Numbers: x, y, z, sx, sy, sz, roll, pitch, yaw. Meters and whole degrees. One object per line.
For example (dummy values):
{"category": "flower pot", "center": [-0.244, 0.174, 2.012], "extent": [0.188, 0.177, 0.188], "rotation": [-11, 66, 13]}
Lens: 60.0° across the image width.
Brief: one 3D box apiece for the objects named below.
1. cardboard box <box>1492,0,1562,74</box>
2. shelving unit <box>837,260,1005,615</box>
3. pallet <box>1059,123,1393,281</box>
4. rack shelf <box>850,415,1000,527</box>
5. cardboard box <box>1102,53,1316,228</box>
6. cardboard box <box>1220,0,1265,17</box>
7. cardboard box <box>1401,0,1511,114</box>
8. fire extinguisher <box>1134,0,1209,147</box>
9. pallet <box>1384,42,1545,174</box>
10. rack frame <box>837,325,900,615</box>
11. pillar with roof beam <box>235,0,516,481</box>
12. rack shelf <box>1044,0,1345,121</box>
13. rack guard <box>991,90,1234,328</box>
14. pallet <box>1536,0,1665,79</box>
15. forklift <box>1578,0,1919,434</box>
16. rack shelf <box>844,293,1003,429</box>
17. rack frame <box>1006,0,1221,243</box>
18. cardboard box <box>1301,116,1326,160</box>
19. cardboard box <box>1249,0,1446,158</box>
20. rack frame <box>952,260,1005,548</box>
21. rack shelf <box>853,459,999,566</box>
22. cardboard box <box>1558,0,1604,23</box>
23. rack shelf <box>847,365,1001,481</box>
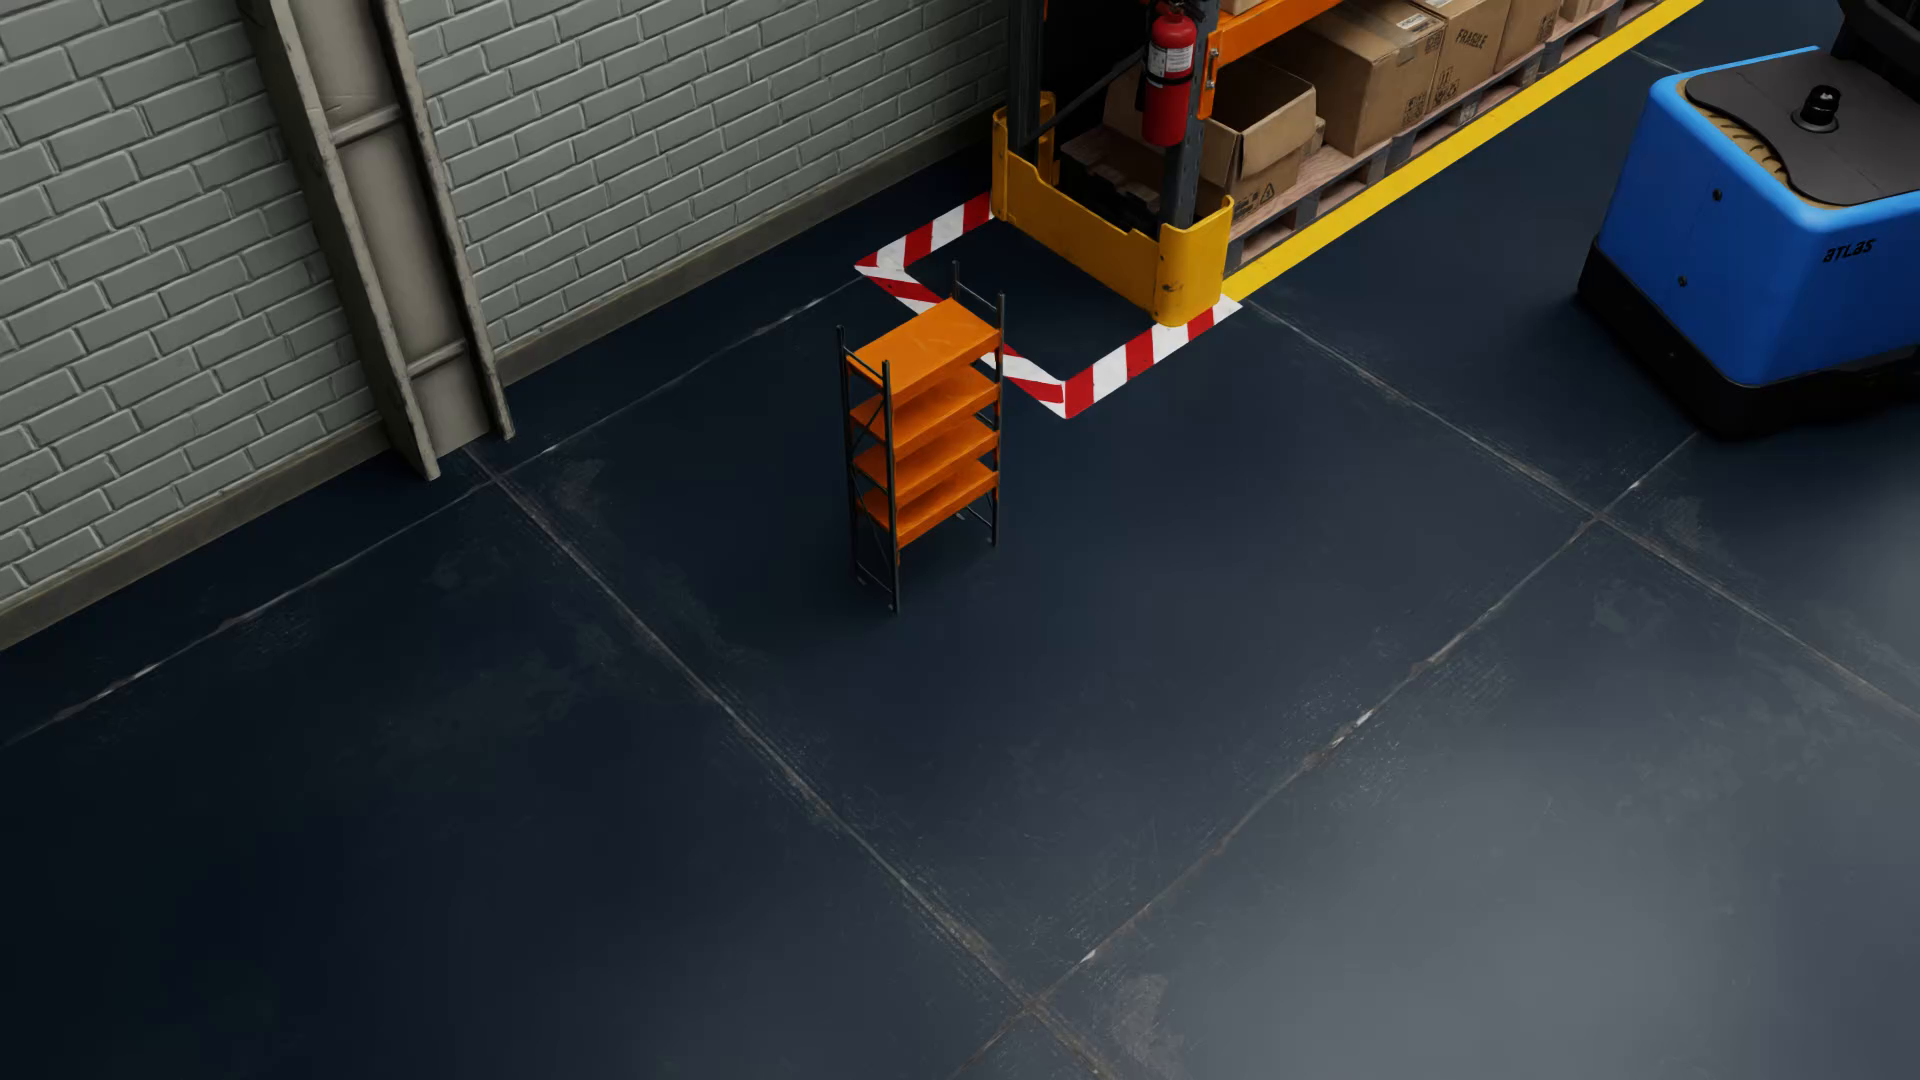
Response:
{"category": "cardboard box", "center": [2.523, -2.728, 8.141], "extent": [0.500, 0.500, 0.700], "rotation": [-36, 57, -28]}
{"category": "shelving unit", "center": [-0.122, -0.325, 5.734], "extent": [0.503, 1.200, 0.258], "rotation": [-34, 56, -27]}
{"category": "pallet", "center": [1.226, -1.754, 7.725], "extent": [1.213, 0.211, 1.003], "rotation": [-34, 56, -27]}
{"category": "rack shelf", "center": [-0.122, -0.279, 5.783], "extent": [0.480, 0.148, 0.258], "rotation": [-34, 56, -27]}
{"category": "cardboard box", "center": [1.097, -1.815, 7.296], "extent": [0.637, 0.503, 0.797], "rotation": [-36, 57, -28]}
{"category": "cardboard box", "center": [1.008, -2.196, 6.406], "extent": [0.250, 0.149, 0.380], "rotation": [-34, 56, -27]}
{"category": "cardboard box", "center": [2.214, -2.422, 7.859], "extent": [0.500, 0.500, 0.500], "rotation": [-33, 55, -27]}
{"category": "fire extinguisher", "center": [0.783, -1.791, 6.168], "extent": [0.183, 0.674, 0.296], "rotation": [-34, 56, -27]}
{"category": "pallet", "center": [2.128, -2.354, 8.279], "extent": [1.213, 0.211, 1.003], "rotation": [-34, 56, -27]}
{"category": "rack frame", "center": [-0.303, -0.204, 5.622], "extent": [0.015, 1.200, 0.240], "rotation": [-34, 56, -27]}
{"category": "pillar with roof beam", "center": [0.875, -1.118, 1.159], "extent": [0.400, 9.000, 9.100], "rotation": [-34, 56, -27]}
{"category": "rack shelf", "center": [2.060, -3.013, 7.478], "extent": [4.000, 0.370, 1.077], "rotation": [-34, 56, -27]}
{"category": "rack guard", "center": [0.637, -1.458, 7.255], "extent": [0.348, 0.500, 1.175], "rotation": [-34, 56, -27]}
{"category": "pallet", "center": [3.031, -2.961, 8.838], "extent": [1.213, 0.211, 1.003], "rotation": [-34, 56, -27]}
{"category": "forklift", "center": [4.232, -2.072, 6.167], "extent": [3.031, 2.935, 1.130], "rotation": [-14, 49, -13]}
{"category": "rack shelf", "center": [-0.122, -0.591, 5.445], "extent": [0.480, 0.148, 0.258], "rotation": [-34, 56, -27]}
{"category": "rack frame", "center": [0.580, -2.268, 6.301], "extent": [0.127, 3.000, 1.000], "rotation": [-34, 56, -27]}
{"category": "cardboard box", "center": [1.437, -1.883, 7.601], "extent": [0.250, 0.149, 0.380], "rotation": [-36, 57, -28]}
{"category": "cardboard box", "center": [1.755, -2.215, 7.668], "extent": [0.500, 0.500, 0.700], "rotation": [-32, 55, -26]}
{"category": "rack frame", "center": [0.058, -0.446, 5.845], "extent": [0.015, 1.200, 0.240], "rotation": [-34, 56, -27]}
{"category": "rack shelf", "center": [-0.122, -0.145, 5.929], "extent": [0.480, 0.148, 0.258], "rotation": [-34, 56, -27]}
{"category": "cardboard box", "center": [3.061, -2.849, 8.412], "extent": [0.258, 0.266, 0.396], "rotation": [-32, 55, -26]}
{"category": "rack shelf", "center": [-0.122, -0.431, 5.619], "extent": [0.480, 0.148, 0.258], "rotation": [-34, 56, -27]}
